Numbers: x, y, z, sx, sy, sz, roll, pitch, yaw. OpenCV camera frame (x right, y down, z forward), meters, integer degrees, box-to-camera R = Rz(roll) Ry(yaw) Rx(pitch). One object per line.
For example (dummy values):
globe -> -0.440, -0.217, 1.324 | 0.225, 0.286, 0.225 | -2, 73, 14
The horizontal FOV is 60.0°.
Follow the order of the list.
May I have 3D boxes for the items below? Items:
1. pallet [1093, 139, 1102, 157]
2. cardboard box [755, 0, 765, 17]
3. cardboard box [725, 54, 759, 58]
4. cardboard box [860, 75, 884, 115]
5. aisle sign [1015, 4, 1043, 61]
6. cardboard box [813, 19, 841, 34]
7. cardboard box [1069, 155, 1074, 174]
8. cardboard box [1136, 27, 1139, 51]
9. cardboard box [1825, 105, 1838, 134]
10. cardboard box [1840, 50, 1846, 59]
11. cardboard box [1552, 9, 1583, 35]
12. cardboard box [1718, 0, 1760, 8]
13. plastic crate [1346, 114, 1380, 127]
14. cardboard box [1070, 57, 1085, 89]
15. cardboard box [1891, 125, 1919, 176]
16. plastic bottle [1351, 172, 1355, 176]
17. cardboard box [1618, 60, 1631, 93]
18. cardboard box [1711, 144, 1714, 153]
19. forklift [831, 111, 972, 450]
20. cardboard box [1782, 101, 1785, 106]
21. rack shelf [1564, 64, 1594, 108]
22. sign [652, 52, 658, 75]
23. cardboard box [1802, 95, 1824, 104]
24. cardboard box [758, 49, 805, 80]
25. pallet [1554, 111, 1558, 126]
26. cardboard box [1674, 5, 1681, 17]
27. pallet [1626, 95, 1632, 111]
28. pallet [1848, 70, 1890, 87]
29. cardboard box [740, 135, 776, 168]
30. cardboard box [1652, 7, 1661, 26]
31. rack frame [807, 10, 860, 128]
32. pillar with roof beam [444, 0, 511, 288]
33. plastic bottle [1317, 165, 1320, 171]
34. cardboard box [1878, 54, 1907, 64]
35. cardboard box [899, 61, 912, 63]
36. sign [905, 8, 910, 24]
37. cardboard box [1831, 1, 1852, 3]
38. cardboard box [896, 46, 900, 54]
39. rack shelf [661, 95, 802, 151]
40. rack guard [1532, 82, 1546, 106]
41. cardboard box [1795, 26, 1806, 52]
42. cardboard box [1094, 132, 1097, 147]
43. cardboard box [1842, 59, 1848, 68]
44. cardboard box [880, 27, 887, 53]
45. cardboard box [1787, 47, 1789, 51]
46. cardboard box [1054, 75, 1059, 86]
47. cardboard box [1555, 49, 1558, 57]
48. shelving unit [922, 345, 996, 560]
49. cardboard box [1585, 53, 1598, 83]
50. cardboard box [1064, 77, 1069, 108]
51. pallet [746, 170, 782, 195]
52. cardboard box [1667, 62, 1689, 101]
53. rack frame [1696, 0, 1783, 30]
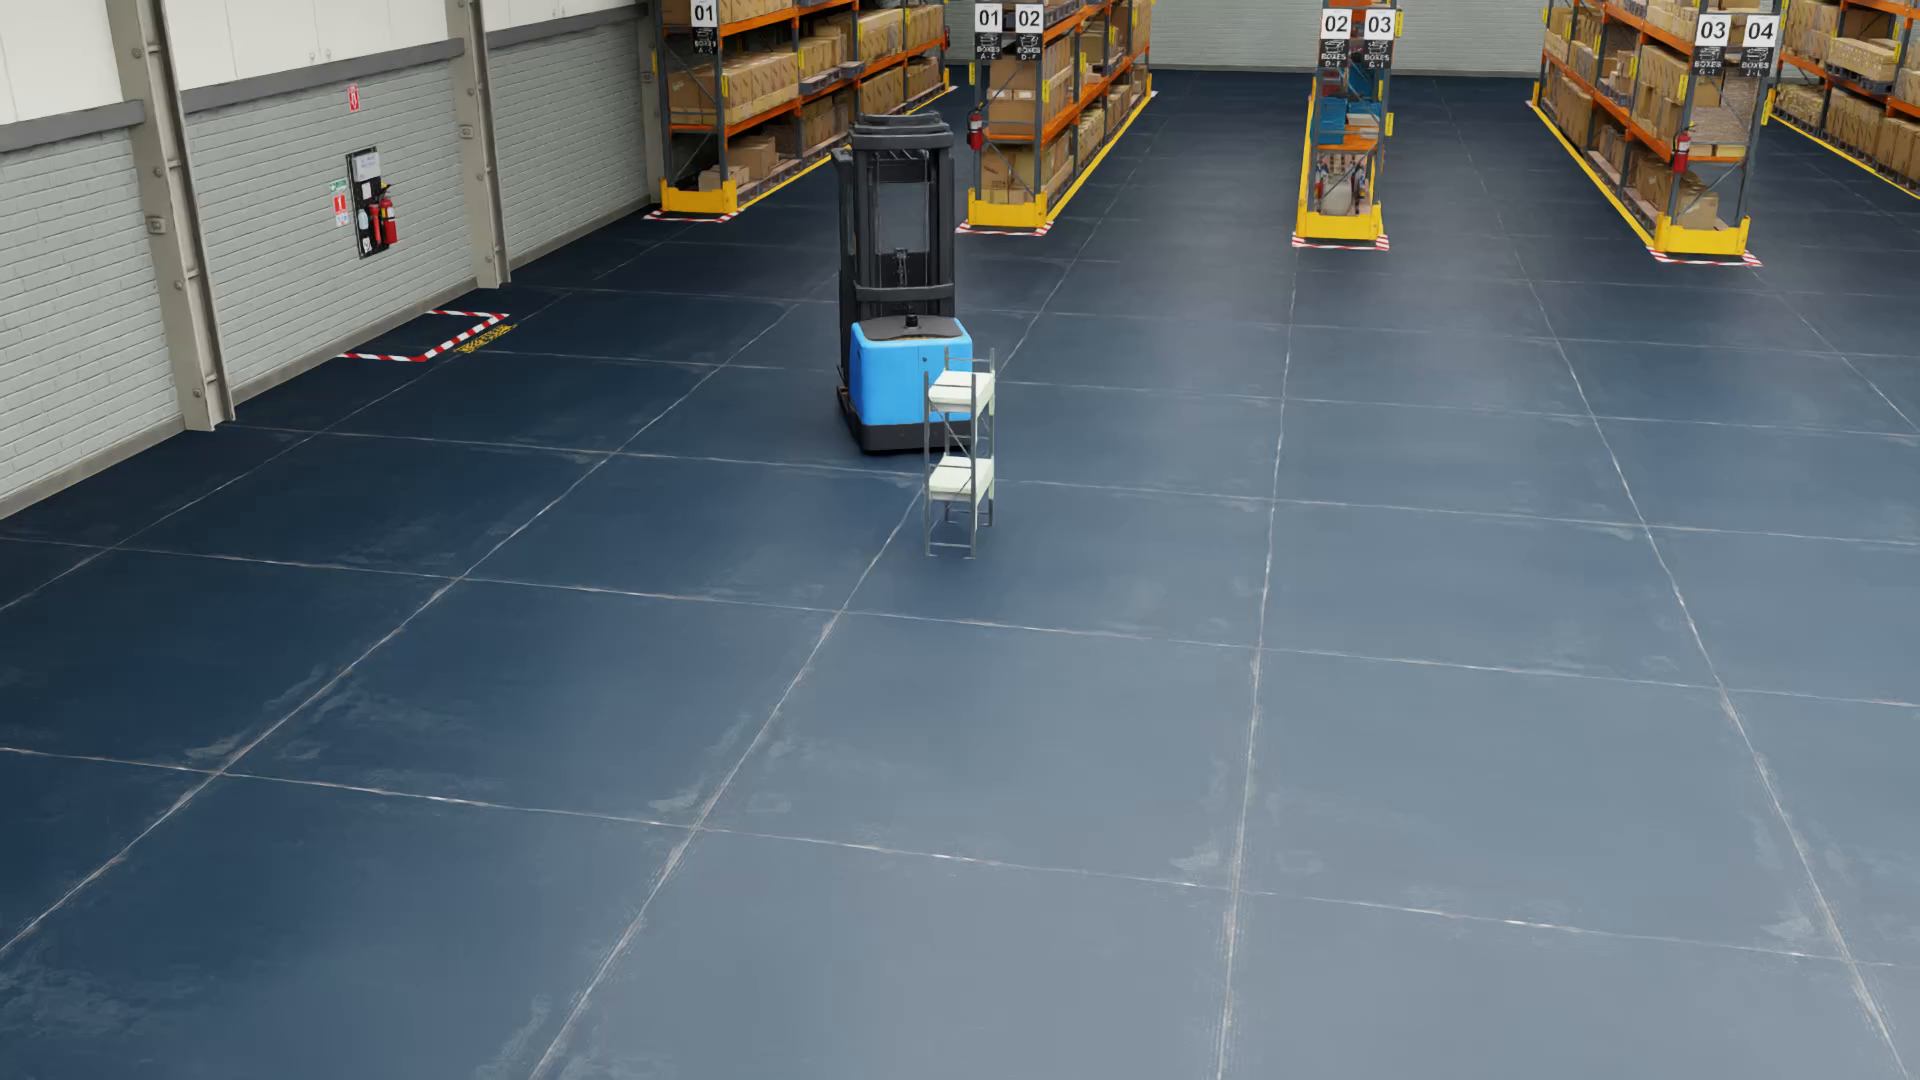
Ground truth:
pallet -> 2.144, -7.541, 31.795 | 1.003, 0.211, 1.213 | 4, 22, 11
cardboard box -> -3.485, -8.715, 26.801 | 0.500, 0.500, 0.500 | 6, 23, 14
cardboard box -> -3.726, -7.989, 28.344 | 0.500, 0.500, 0.500 | 4, 22, 11
cardboard box -> -2.037, -9.285, 34.709 | 0.750, 0.750, 0.750 | 4, 22, 11
aisle sign -> 1.004, -7.365, 24.146 | 0.394, 0.787, 0.004 | 4, 22, 11
cardboard box -> -2.661, -10.236, 33.191 | 0.500, 0.250, 0.500 | 5, 22, 12
cardboard box -> 1.653, -6.403, 28.355 | 0.500, 0.250, 0.500 | 4, 22, 11
cardboard box -> 3.638, -10.995, 36.505 | 0.500, 0.500, 0.500 | 5, 22, 12
cardboard box -> 17.288, -8.209, 32.505 | 0.500, 0.500, 0.500 | 5, 23, 13
cardboard box -> 17.012, -9.247, 31.673 | 0.380, 0.149, 0.250 | 4, 22, 9
cardboard box -> 13.116, -11.190, 35.922 | 0.500, 0.500, 0.500 | 4, 22, 9
cardboard box -> 10.982, -7.780, 23.440 | 0.500, 0.500, 0.500 | 4, 22, 11
plastic crate -> 6.299, -6.555, 25.968 | 0.530, 0.136, 0.437 | 4, 22, 11
cardboard box -> 2.024, -8.564, 30.469 | 0.500, 0.500, 0.500 | 3, 22, 8
cardboard box -> 16.495, -6.576, 28.117 | 1.050, 0.750, 0.750 | 5, 22, 12
plastic bottle -> 6.322, -5.787, 26.755 | 0.061, 0.283, 0.133 | 4, 22, 11
cardboard box -> 11.494, -7.797, 27.997 | 0.797, 0.503, 0.637 | 7, 23, 16
cardboard box -> 10.776, -5.510, 23.355 | 0.380, 0.149, 0.250 | 4, 22, 11
forklift -> -0.639, -2.695, 16.121 | 1.130, 2.935, 3.031 | -4, 22, -9
cardboard box -> 18.121, -9.490, 36.156 | 0.380, 0.149, 0.250 | 4, 22, 11
rack shelf -> 12.455, -8.774, 32.086 | 1.077, 0.370, 4.000 | 4, 22, 11
sign -> -4.672, -7.316, 25.532 | 0.100, 0.325, 0.005 | 4, 22, 11
cardboard box -> 17.667, -9.105, 34.404 | 0.380, 0.149, 0.250 | 3, 22, 8
cardboard box -> -3.179, -8.480, 29.671 | 0.700, 0.500, 0.500 | 5, 22, 11
pallet -> 13.095, -8.818, 34.965 | 1.003, 0.211, 1.213 | 4, 22, 11
cardboard box -> 10.439, -7.558, 23.756 | 0.380, 0.149, 0.250 | 3, 22, 8
pallet -> 11.529, -7.093, 27.206 | 1.003, 0.211, 1.213 | 4, 22, 11
pallet -> 17.246, -8.599, 30.946 | 1.003, 0.211, 1.213 | 4, 22, 11
cardboard box -> -3.489, -6.708, 28.751 | 0.500, 0.500, 0.500 | 3, 22, 7
cardboard box -> 10.785, -7.896, 25.130 | 0.500, 0.250, 0.500 | 4, 22, 10
rack frame -> -2.500, -9.509, 32.949 | 1.000, 3.000, 0.127 | 4, 22, 11
pillar with roof beam -> -1.846, -7.165, 19.099 | 9.100, 9.000, 0.400 | 4, 22, 11
plastic bottle -> 5.811, -6.002, 27.199 | 0.144, 0.351, 0.185 | 5, 22, 12
cardboard box -> 16.533, -8.529, 29.494 | 0.380, 0.149, 0.250 | 4, 22, 9
cardboard box -> -1.340, -11.104, 38.826 | 0.380, 0.149, 0.250 | 5, 22, 11
sign -> -1.151, -11.434, 36.285 | 0.100, 0.325, 0.005 | 4, 22, 11
cardboard box -> 18.464, -10.972, 34.712 | 0.500, 0.500, 0.500 | 6, 23, 14
cardboard box -> -1.504, -10.625, 36.030 | 0.380, 0.149, 0.250 | 5, 22, 12
rack shelf -> -3.724, -6.981, 27.634 | 1.077, 0.370, 4.000 | 4, 22, 11
rack guard -> 13.685, -10.151, 37.889 | 1.175, 0.500, 0.348 | 4, 22, 11
cardboard box -> 17.956, -10.552, 35.007 | 0.500, 0.500, 0.500 | 5, 22, 12
cardboard box -> 2.274, -7.468, 31.001 | 0.500, 0.250, 0.500 | 5, 22, 12
cardboard box -> 16.958, -9.015, 31.497 | 0.380, 0.149, 0.250 | 3, 22, 9
cardboard box -> -1.834, -10.424, 34.662 | 0.500, 0.500, 0.500 | 5, 22, 12
cardboard box -> 18.116, -10.580, 35.946 | 0.380, 0.149, 0.250 | 5, 23, 13
cardboard box -> 1.376, -7.340, 26.560 | 0.380, 0.149, 0.250 | 5, 23, 13
cardboard box -> 12.867, -10.329, 35.321 | 0.380, 0.149, 0.250 | 4, 22, 10
shelving unit -> -0.001, -0.693, 13.067 | 0.431, 1.500, 0.755 | 4, 22, 11
cardboard box -> 12.013, -8.804, 31.064 | 0.500, 0.500, 0.500 | 4, 22, 10
cardboard box -> 1.450, -7.553, 27.959 | 0.700, 0.500, 0.500 | 4, 22, 10
pallet -> -3.666, -6.057, 28.109 | 1.003, 0.211, 1.213 | 4, 22, 11
cardboard box -> 10.382, -6.502, 23.612 | 0.500, 0.500, 0.500 | 4, 22, 11
rack frame -> 10.415, -8.233, 21.750 | 1.000, 3.000, 0.127 | 4, 22, 11
